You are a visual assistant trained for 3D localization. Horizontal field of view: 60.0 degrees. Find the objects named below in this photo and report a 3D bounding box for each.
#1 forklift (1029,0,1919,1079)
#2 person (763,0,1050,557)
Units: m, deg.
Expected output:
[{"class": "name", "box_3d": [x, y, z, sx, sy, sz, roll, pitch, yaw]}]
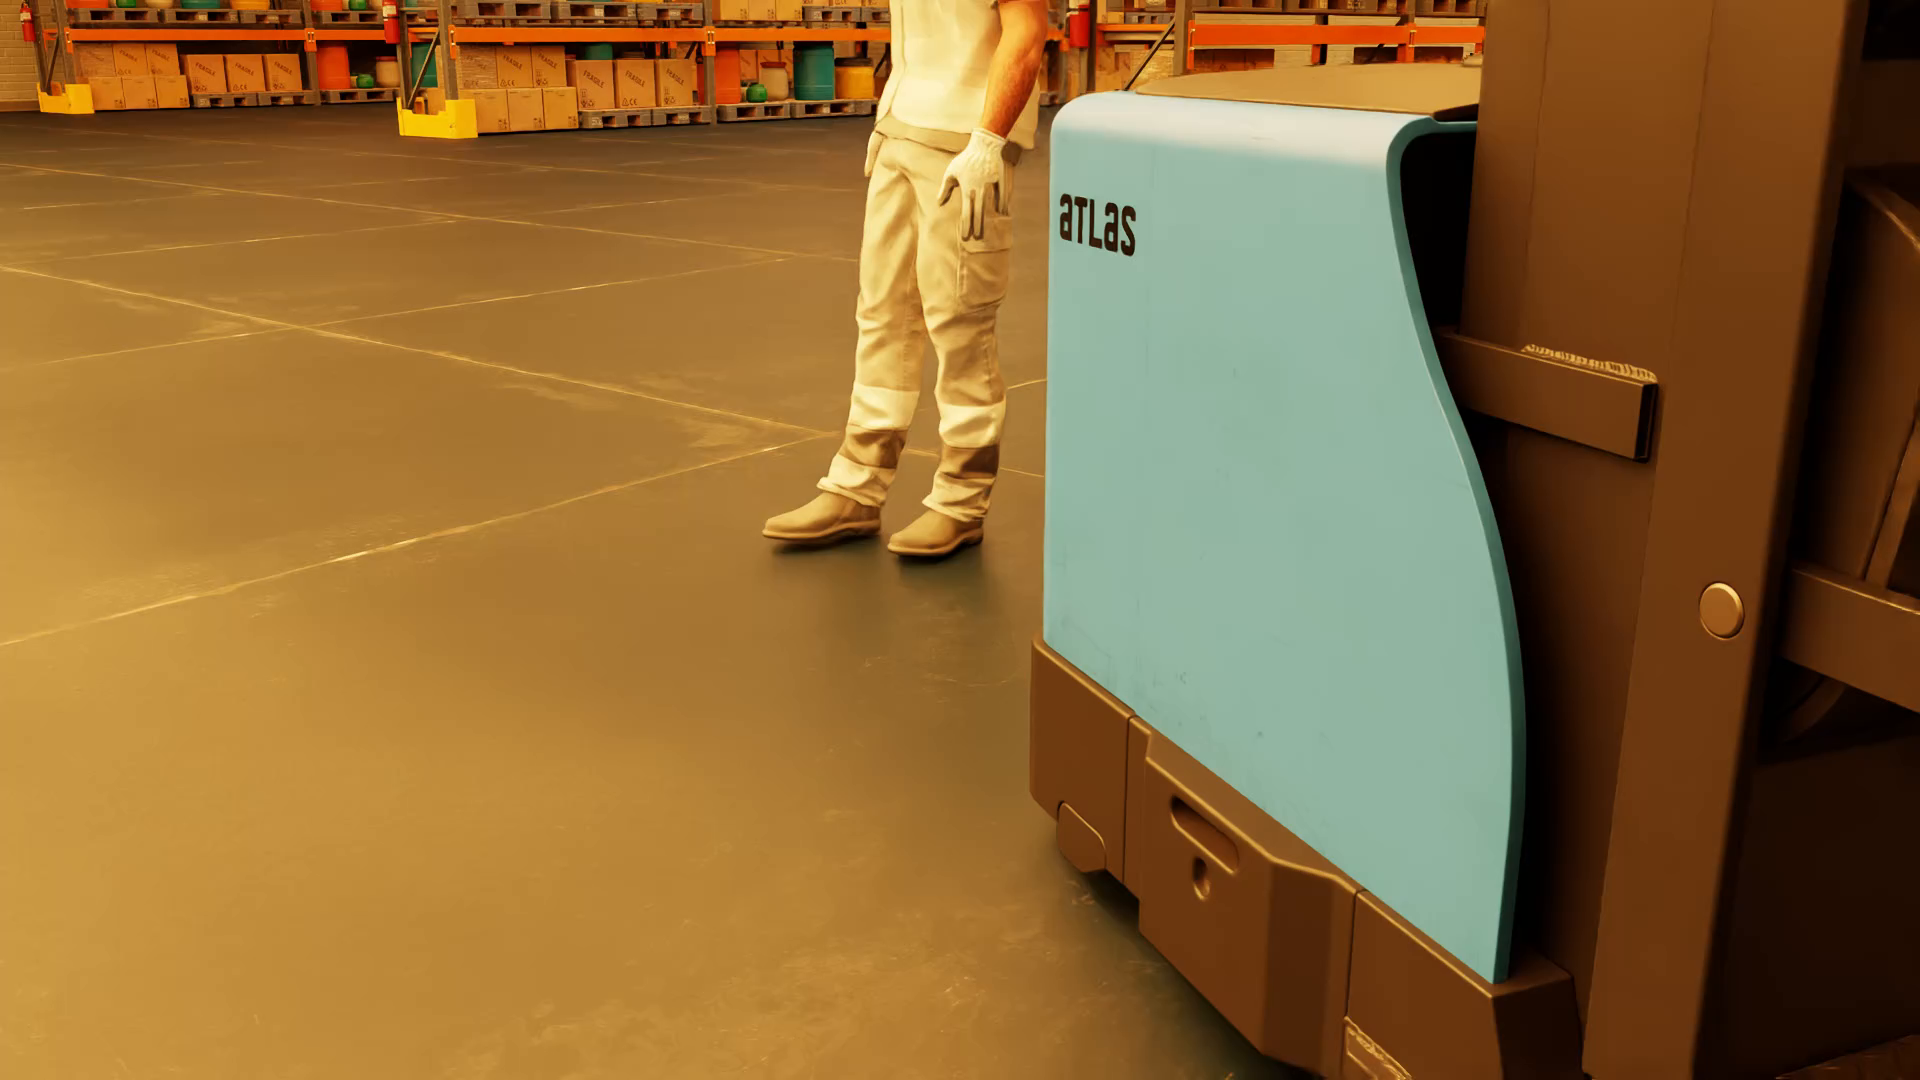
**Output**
[{"class": "forklift", "box_3d": [1.134, -0.631, 0.974, 1.130, 2.935, 3.031, -7, 18, -21]}, {"class": "person", "box_3d": [-0.126, -0.840, 3.623, 0.610, 1.792, 0.662, -7, 18, -23]}]
